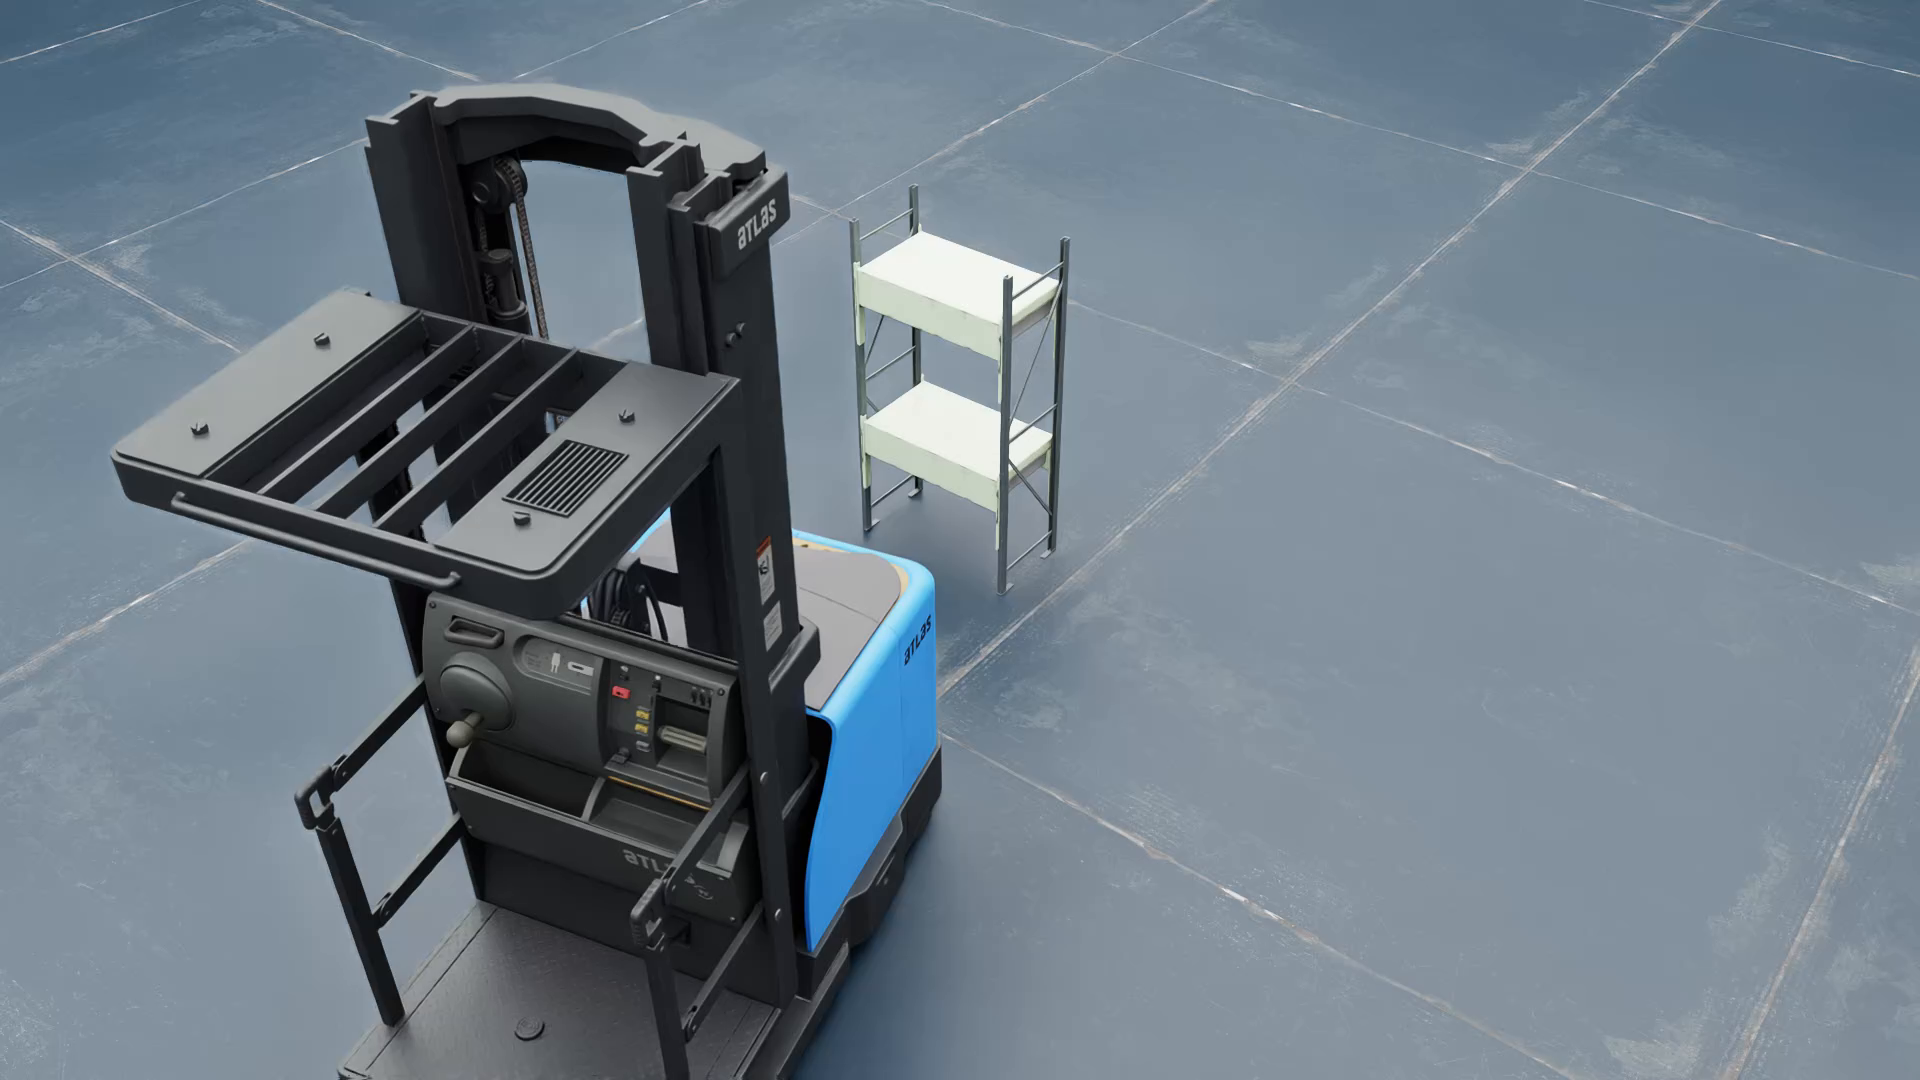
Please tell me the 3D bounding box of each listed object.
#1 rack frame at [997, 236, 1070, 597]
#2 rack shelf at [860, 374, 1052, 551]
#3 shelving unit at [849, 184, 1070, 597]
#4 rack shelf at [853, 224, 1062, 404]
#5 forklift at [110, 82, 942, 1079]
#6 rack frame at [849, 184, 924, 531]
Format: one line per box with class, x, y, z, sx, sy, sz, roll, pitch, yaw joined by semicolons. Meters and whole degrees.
rack frame;0.285;-0.456;6.616;0.023;1.500;0.400;25;45;29
rack shelf;-0.005;-0.336;6.992;0.720;0.370;0.431;25;45;29
shelving unit;-0.005;-0.593;6.791;0.755;1.500;0.431;25;45;29
rack shelf;-0.005;-0.900;6.550;0.720;0.370;0.431;25;45;29
forklift;-1.102;0.498;4.237;1.130;2.935;3.031;14;40;18
rack frame;-0.296;-0.730;6.966;0.023;1.500;0.400;25;45;29
